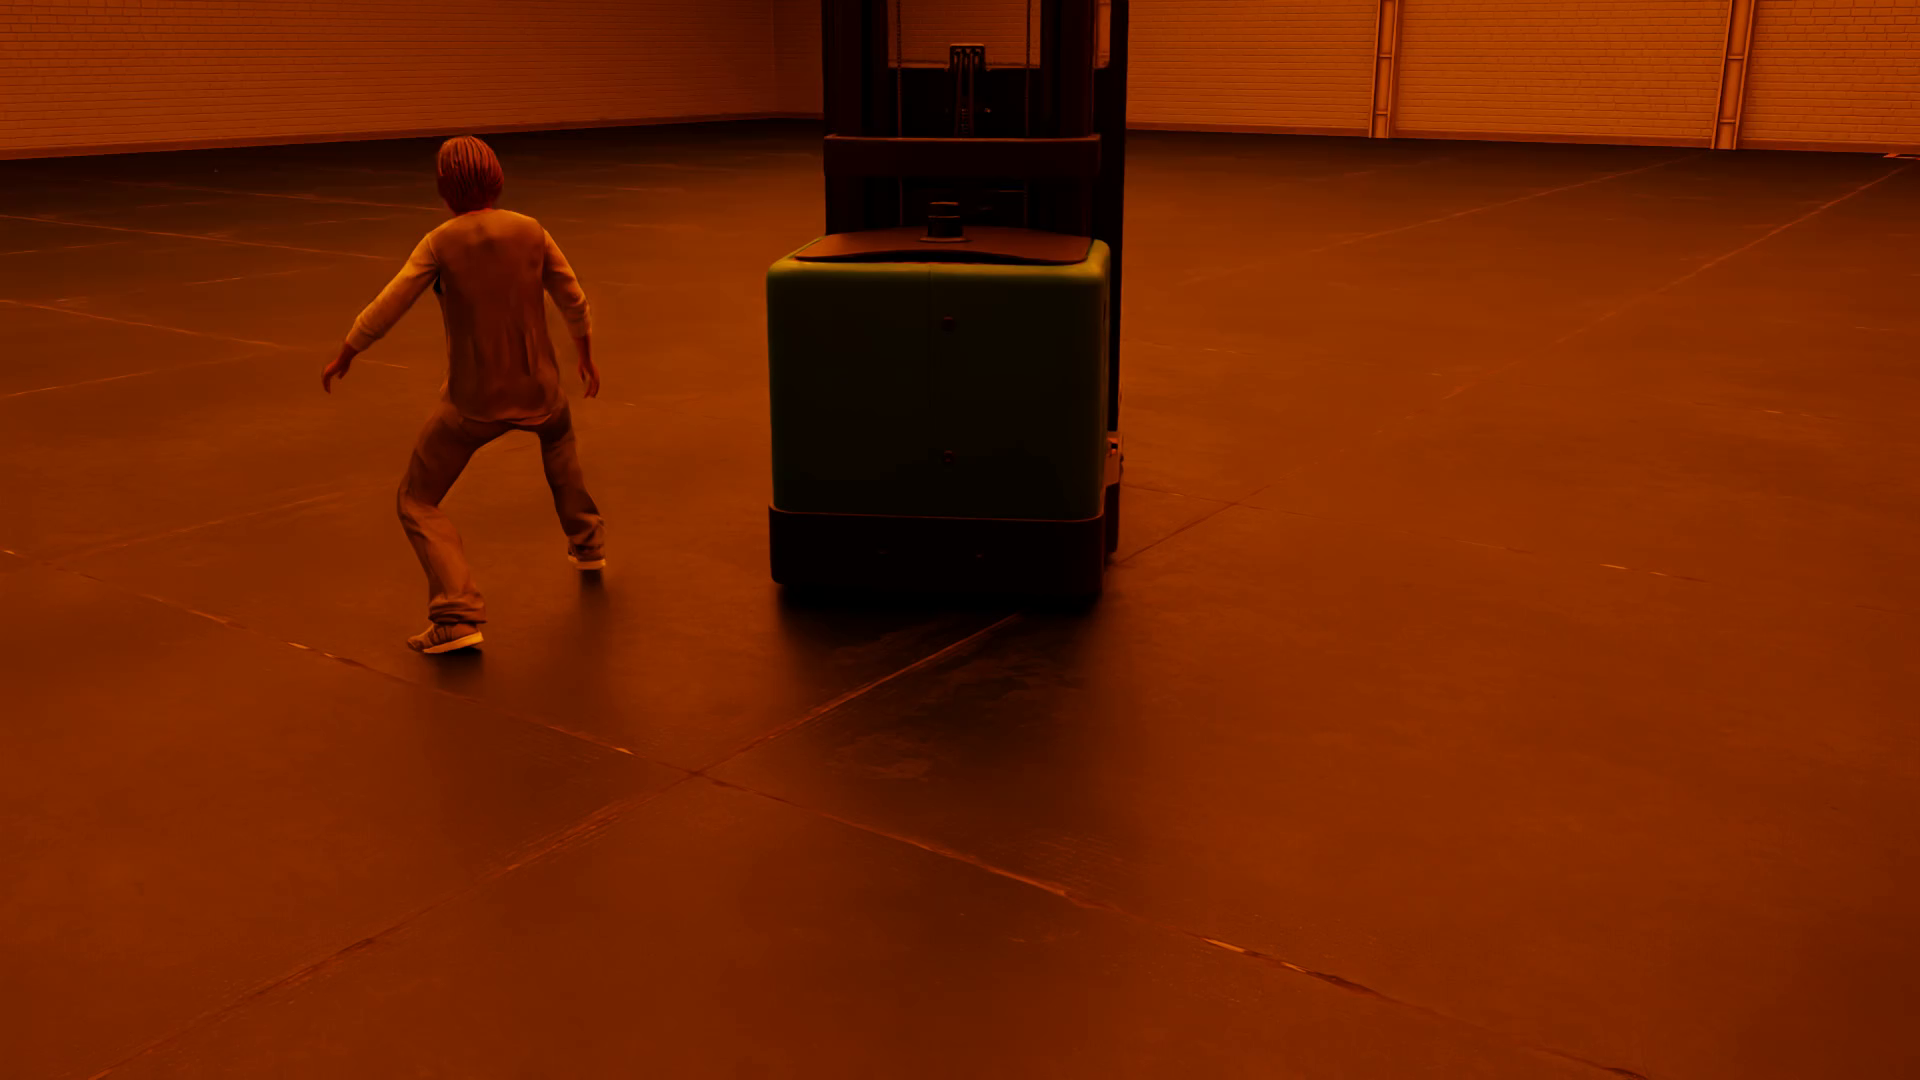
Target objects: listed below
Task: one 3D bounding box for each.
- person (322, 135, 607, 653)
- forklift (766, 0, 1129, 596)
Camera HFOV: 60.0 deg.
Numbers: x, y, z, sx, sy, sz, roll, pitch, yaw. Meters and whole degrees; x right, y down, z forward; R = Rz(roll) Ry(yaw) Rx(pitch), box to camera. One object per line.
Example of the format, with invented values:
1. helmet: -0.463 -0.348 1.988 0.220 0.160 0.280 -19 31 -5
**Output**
1. person: -1.438 -0.450 4.978 0.821 1.482 0.651 -10 19 -30
2. forklift: 0.081 -1.606 6.205 1.130 2.935 3.031 2 17 6
